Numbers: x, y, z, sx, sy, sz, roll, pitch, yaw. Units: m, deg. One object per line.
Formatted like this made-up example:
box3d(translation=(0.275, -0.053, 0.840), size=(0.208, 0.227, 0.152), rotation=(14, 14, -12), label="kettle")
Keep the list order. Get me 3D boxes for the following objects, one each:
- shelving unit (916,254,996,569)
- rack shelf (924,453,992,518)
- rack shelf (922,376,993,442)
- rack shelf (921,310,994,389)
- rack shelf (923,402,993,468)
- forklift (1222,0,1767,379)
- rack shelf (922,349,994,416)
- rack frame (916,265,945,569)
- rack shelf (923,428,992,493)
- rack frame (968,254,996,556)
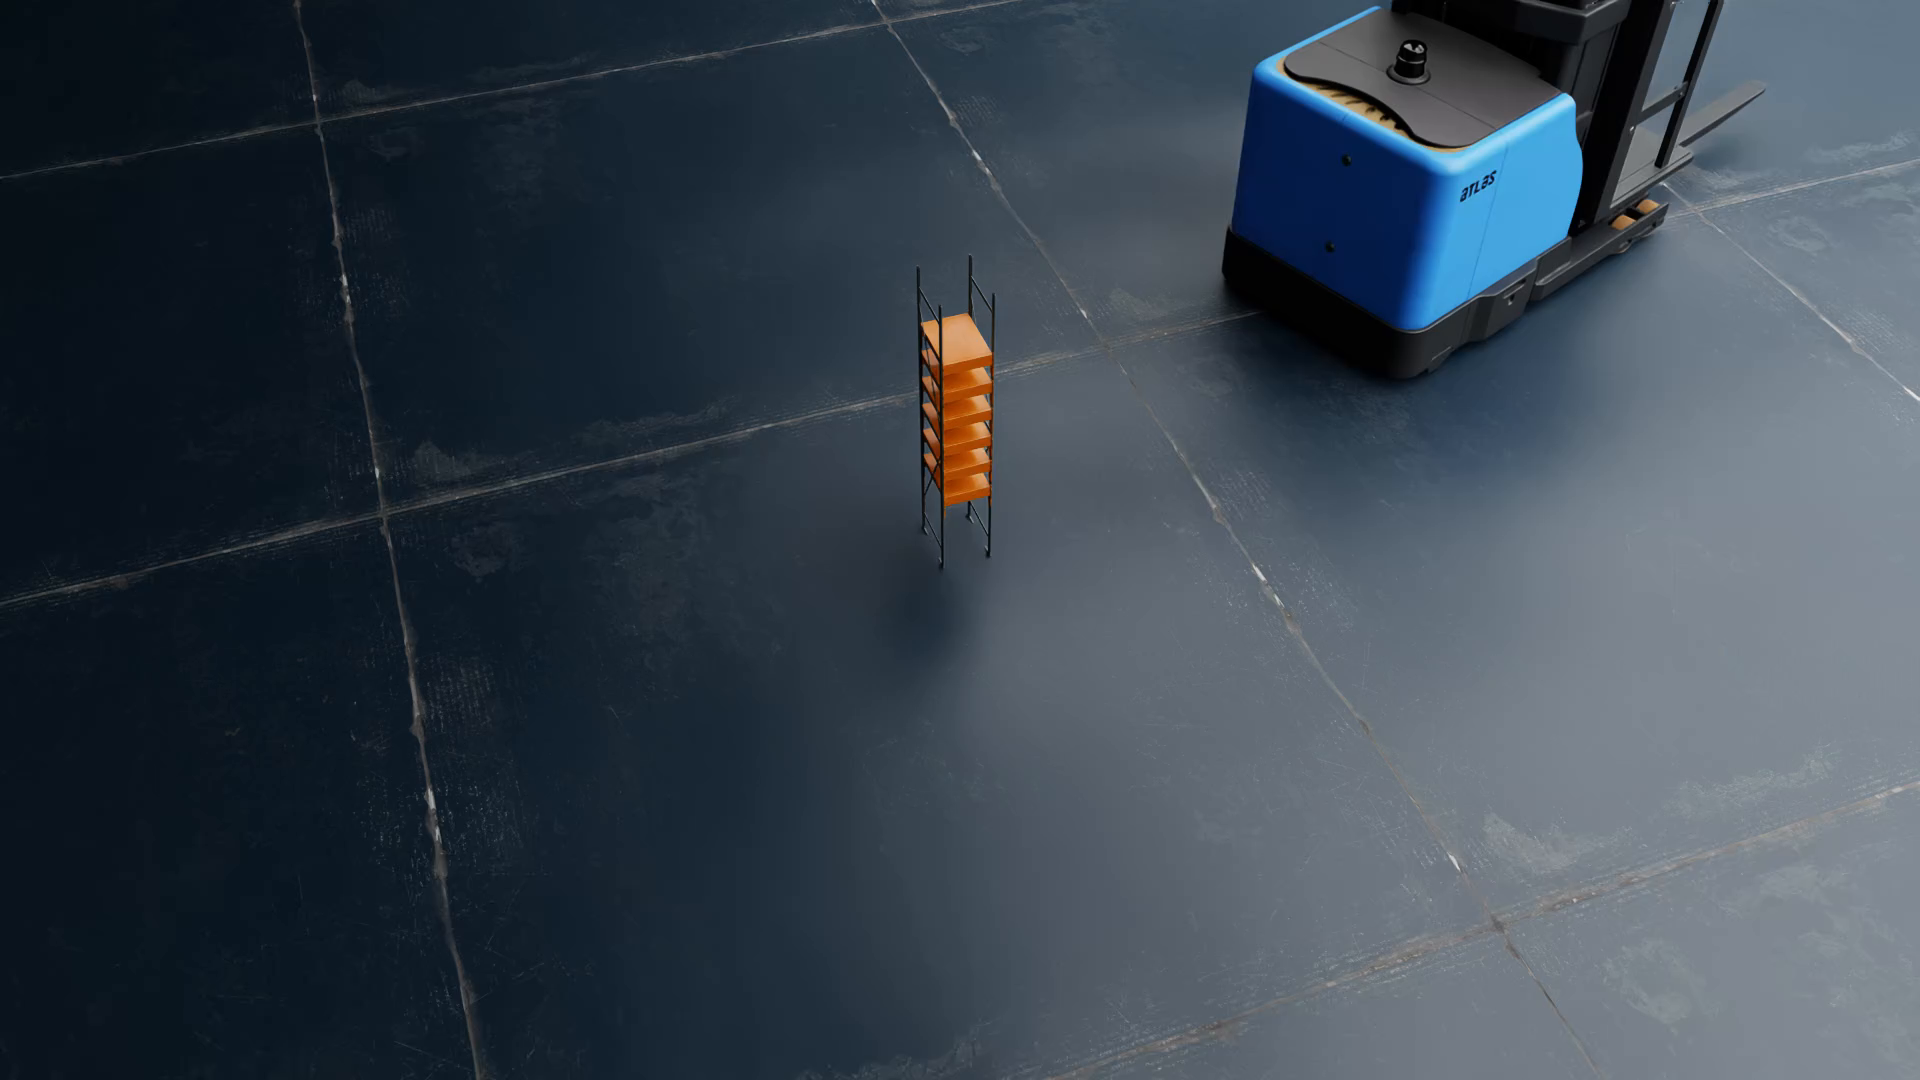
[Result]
box3d(translation=(-0.014, -0.420, 5.822), size=(0.189, 1.200, 0.258), rotation=(-14, 47, -14), label="shelving unit")
box3d(translation=(-0.014, -0.219, 6.023), size=(0.180, 0.103, 0.258), rotation=(-14, 47, -14), label="rack shelf")
box3d(translation=(-0.014, -0.473, 5.768), size=(0.180, 0.103, 0.258), rotation=(-14, 47, -14), label="rack shelf")
box3d(translation=(-0.014, -0.643, 5.598), size=(0.180, 0.103, 0.258), rotation=(-14, 47, -14), label="rack shelf")
box3d(translation=(-0.014, -0.389, 5.853), size=(0.180, 0.103, 0.258), rotation=(-14, 47, -14), label="rack shelf")
box3d(translation=(2.599, -2.593, 6.765), size=(3.031, 2.935, 1.130), rotation=(-31, 53, -27), label="forklift")
box3d(translation=(-0.014, -0.558, 5.683), size=(0.180, 0.103, 0.258), rotation=(-14, 47, -14), label="rack shelf")
box3d(translation=(-0.100, -0.398, 5.800), size=(0.006, 1.200, 0.240), rotation=(-14, 47, -14), label="rack frame")
box3d(translation=(-0.014, -0.304, 5.938), size=(0.180, 0.103, 0.258), rotation=(-14, 47, -14), label="rack shelf")
box3d(translation=(0.072, -0.442, 5.843), size=(0.006, 1.200, 0.240), rotation=(-14, 47, -14), label="rack frame")
